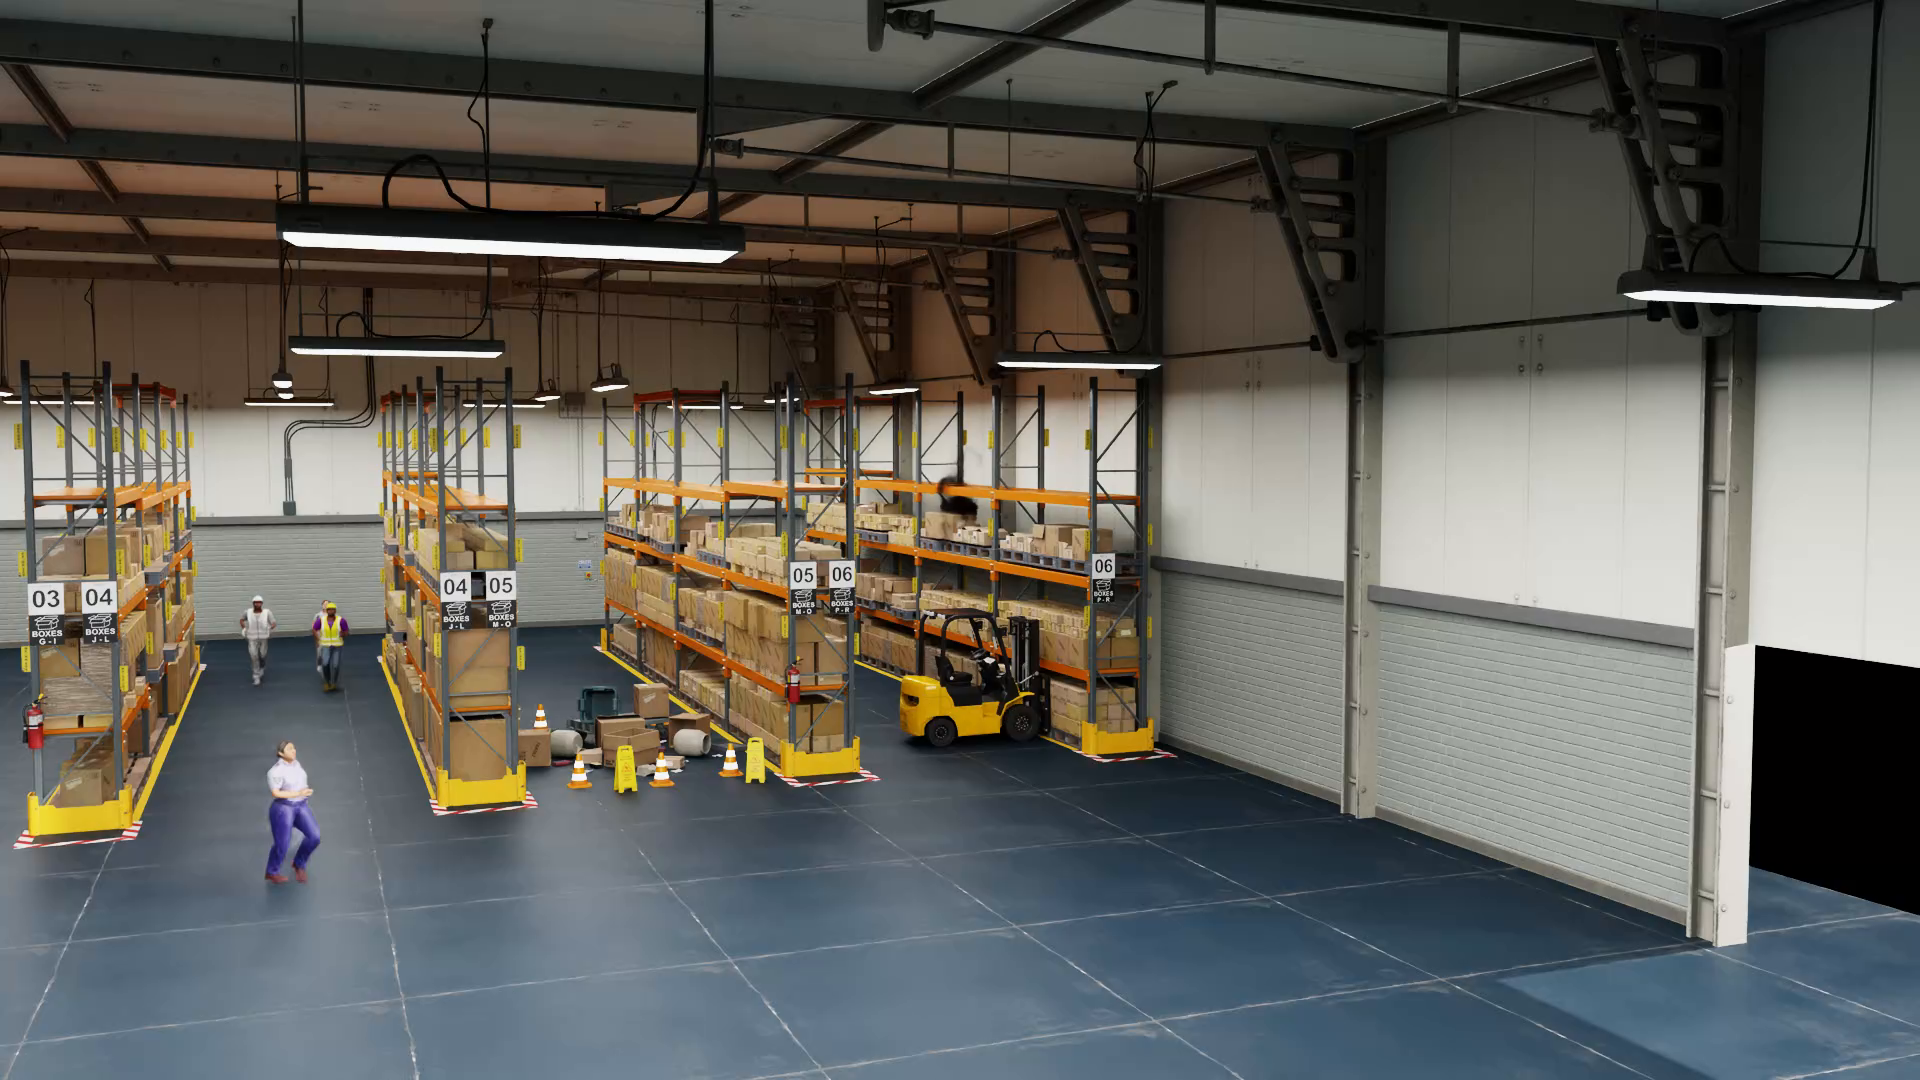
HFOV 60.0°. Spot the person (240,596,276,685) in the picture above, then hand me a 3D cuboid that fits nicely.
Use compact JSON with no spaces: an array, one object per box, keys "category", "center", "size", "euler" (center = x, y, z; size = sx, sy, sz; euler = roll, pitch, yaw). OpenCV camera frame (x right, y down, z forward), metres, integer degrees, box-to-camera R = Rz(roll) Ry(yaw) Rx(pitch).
[{"category":"person","center":[-14.443,2.043,34.229],"size":[0.682,1.790,0.947],"euler":[-2,4,-24]}]

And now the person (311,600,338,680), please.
[{"category":"person","center":[-13.361,2.086,35.057],"size":[0.584,1.651,0.720],"euler":[-1,4,-22]}]

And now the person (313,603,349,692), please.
[{"category":"person","center":[-12.521,2.139,33.113],"size":[0.682,1.771,0.663],"euler":[-1,4,-21]}]

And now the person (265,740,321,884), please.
[{"category":"person","center":[-7.504,3.069,18.670],"size":[0.672,1.639,0.580],"euler":[1,4,23]}]
